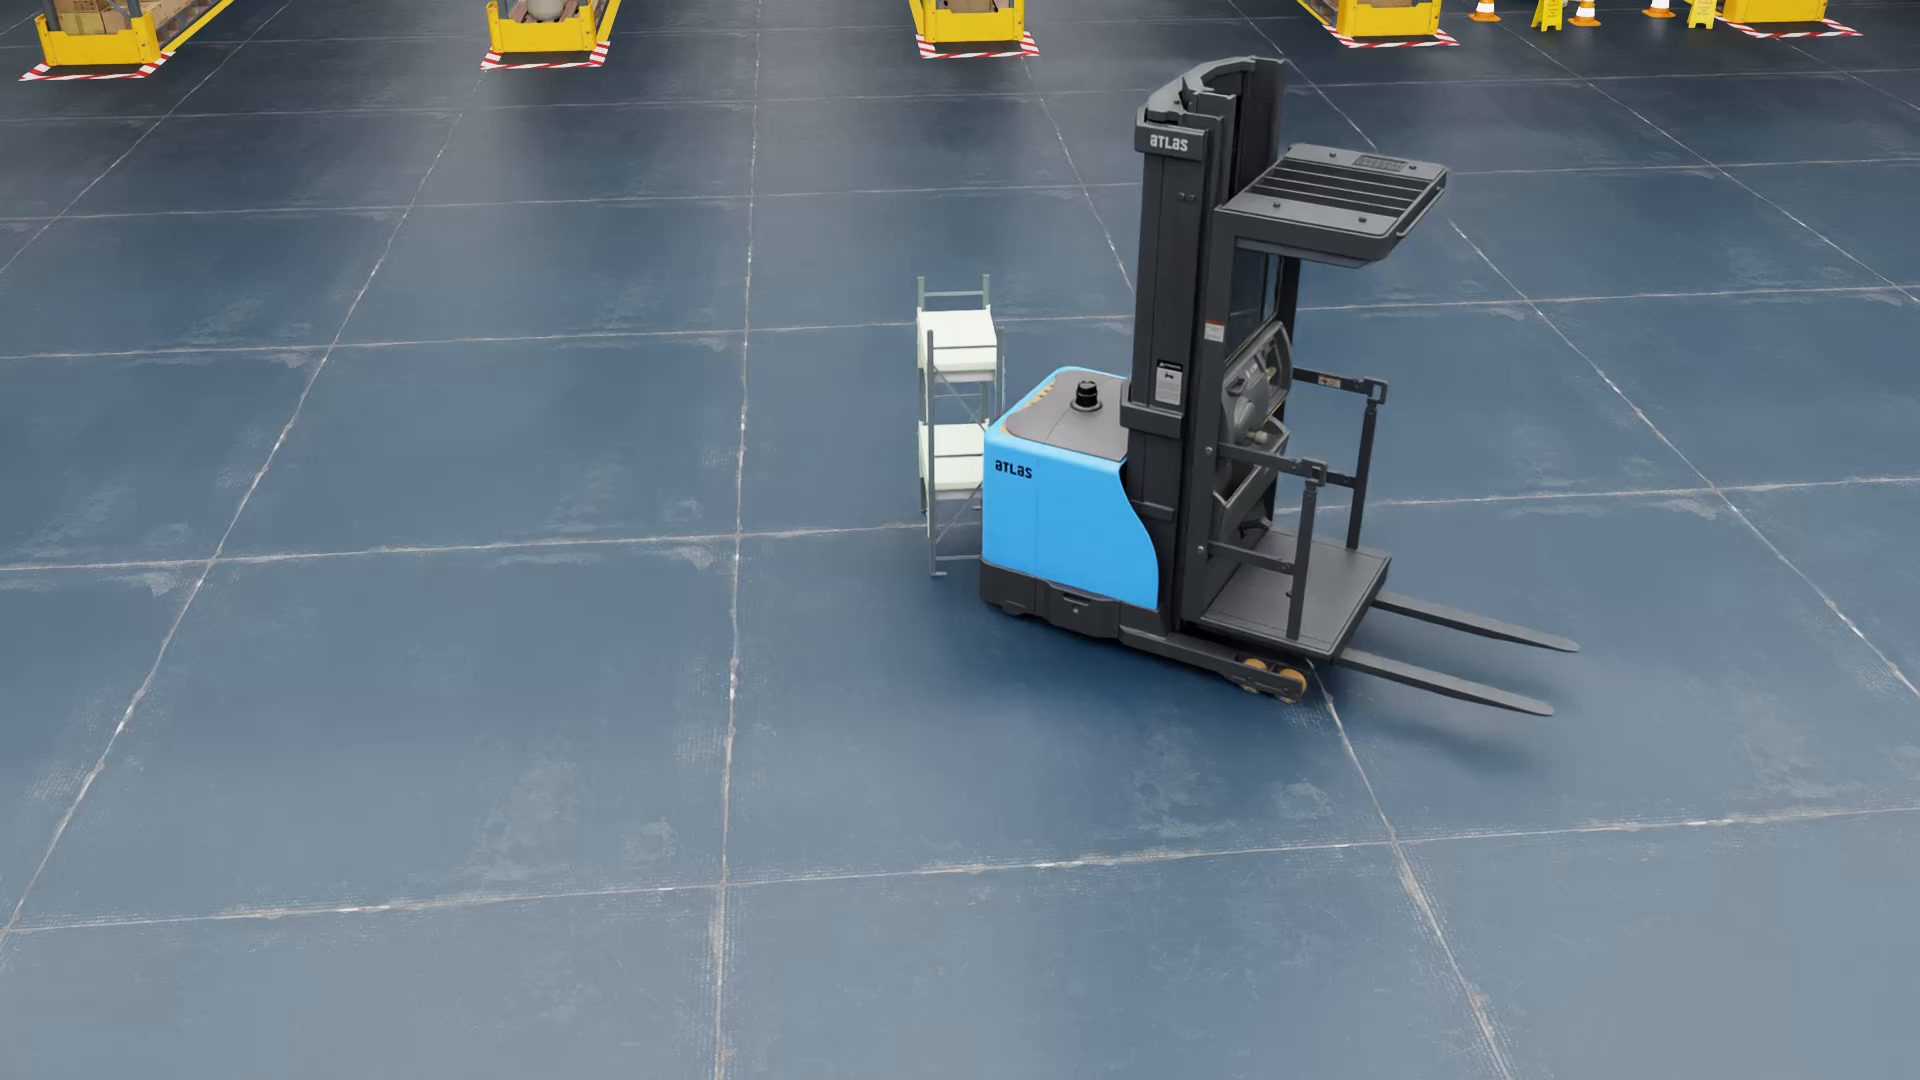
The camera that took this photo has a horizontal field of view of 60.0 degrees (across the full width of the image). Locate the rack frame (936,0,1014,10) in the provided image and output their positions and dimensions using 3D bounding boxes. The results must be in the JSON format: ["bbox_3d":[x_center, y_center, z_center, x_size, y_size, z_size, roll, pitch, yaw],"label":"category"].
[{"bbox_3d":[0.165,-7.209,18.894,1.000,3.000,0.127,-3,31,-5],"label":"rack frame"}]

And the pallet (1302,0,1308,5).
[{"bbox_3d":[4.849,-7.224,21.638,1.003,0.211,1.213,-3,31,-5],"label":"pallet"}]

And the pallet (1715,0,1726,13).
[{"bbox_3d":[9.984,-6.942,21.166,1.003,0.211,1.213,-3,31,-5],"label":"pallet"}]

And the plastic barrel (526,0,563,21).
[{"bbox_3d":[-4.904,-6.416,19.583,0.421,0.512,0.421,0,31,0],"label":"plastic barrel"}]

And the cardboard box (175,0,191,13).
[{"bbox_3d":[-9.624,-6.531,20.031,0.500,0.250,0.500,-3,31,-5],"label":"cardboard box"}]

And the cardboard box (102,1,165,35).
[{"bbox_3d":[-9.527,-6.021,19.176,0.500,0.250,0.500,-3,31,-5],"label":"cardboard box"}]

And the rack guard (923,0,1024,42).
[{"bbox_3d":[0.158,-6.175,19.600,1.175,0.500,0.348,-3,31,-5],"label":"rack guard"}]

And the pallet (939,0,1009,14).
[{"bbox_3d":[0.117,-6.467,20.371,1.003,0.211,1.213,-3,31,-5],"label":"pallet"}]

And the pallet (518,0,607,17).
[{"bbox_3d":[-5.002,-6.848,21.008,1.003,0.211,1.213,-3,31,-5],"label":"pallet"}]

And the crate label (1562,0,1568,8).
[{"bbox_3d":[7.499,-6.784,20.974,0.250,0.136,0.298,-20,36,-30],"label":"crate label"}]

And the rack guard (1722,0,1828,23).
[{"bbox_3d":[10.025,-6.649,20.395,1.175,0.500,0.348,-3,31,-5],"label":"rack guard"}]

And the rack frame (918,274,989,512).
[{"bbox_3d":[-0.036,-0.830,9.677,0.400,1.500,0.023,-3,31,-4],"label":"rack frame"}]

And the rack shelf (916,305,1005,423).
[{"bbox_3d":[-0.005,-0.978,9.164,0.431,0.370,0.720,-3,31,-4],"label":"rack shelf"}]

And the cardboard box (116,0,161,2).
[{"bbox_3d":[-9.576,-6.598,19.411,0.500,0.500,0.500,-3,31,-5],"label":"cardboard box"}]

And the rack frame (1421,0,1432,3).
[{"bbox_3d":[5.113,-7.395,19.205,1.000,3.000,0.127,-3,31,-5],"label":"rack frame"}]

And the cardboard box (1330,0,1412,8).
[{"bbox_3d":[4.984,-7.006,20.217,0.875,0.875,0.875,-3,31,-4],"label":"cardboard box"}]

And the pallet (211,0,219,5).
[{"bbox_3d":[-10.040,-7.173,21.554,1.003,0.211,1.213,-3,31,-5],"label":"pallet"}]

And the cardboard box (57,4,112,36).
[{"bbox_3d":[-10.043,-5.996,19.135,0.500,0.250,0.500,-3,31,-5],"label":"cardboard box"}]

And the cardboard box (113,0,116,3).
[{"bbox_3d":[-10.101,-6.250,19.561,0.500,0.250,0.500,-3,31,-5],"label":"cardboard box"}]

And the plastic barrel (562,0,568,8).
[{"bbox_3d":[-4.951,-6.672,20.012,0.421,0.512,0.421,0,31,0],"label":"plastic barrel"}]

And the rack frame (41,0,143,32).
[{"bbox_3d":[-9.698,-6.736,18.103,1.000,3.000,0.127,-3,31,-5],"label":"rack frame"}]

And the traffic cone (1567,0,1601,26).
[{"bbox_3d":[7.634,-6.526,20.224,0.336,0.463,0.334,-3,31,-5],"label":"traffic cone"}]

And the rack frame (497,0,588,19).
[{"bbox_3d":[-4.766,-6.972,18.497,1.000,3.000,0.127,-3,31,-5],"label":"rack frame"}]

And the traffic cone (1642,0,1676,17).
[{"bbox_3d":[8.707,-6.752,20.604,0.336,0.463,0.334,-3,31,-5],"label":"traffic cone"}]

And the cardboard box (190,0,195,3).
[{"bbox_3d":[-9.665,-6.786,20.459,0.500,0.250,0.500,-3,31,-5],"label":"cardboard box"}]

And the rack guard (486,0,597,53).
[{"bbox_3d":[-4.820,-5.935,19.199,1.175,0.500,0.348,-3,31,-5],"label":"rack guard"}]

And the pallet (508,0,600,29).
[{"bbox_3d":[-4.891,-6.226,19.968,1.003,0.211,1.213,-3,31,-5],"label":"pallet"}]

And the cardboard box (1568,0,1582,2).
[{"bbox_3d":[7.898,-7.032,21.378,0.380,0.149,0.250,13,33,21],"label":"cardboard box"}]

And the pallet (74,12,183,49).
[{"bbox_3d":[-9.812,-5.928,19.468,1.003,0.211,1.213,-3,31,-5],"label":"pallet"}]

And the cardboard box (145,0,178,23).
[{"bbox_3d":[-9.577,-6.276,19.603,0.500,0.250,0.500,-3,31,-5],"label":"cardboard box"}]

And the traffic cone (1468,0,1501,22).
[{"bbox_3d":[6.477,-6.645,20.424,0.336,0.463,0.334,-3,31,-5],"label":"traffic cone"}]

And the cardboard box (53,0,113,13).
[{"bbox_3d":[-10.045,-6.318,18.942,0.500,0.500,0.500,-3,31,-5],"label":"cardboard box"}]

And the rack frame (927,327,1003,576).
[{"bbox_3d":[0.027,-0.456,9.051,0.400,1.500,0.023,-3,31,-4],"label":"rack frame"}]

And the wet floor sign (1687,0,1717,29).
[{"bbox_3d":[8.984,-6.525,20.044,0.267,0.644,0.232,8,32,13],"label":"wet floor sign"}]

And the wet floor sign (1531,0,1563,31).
[{"bbox_3d":[7.087,-6.464,19.943,0.267,0.644,0.232,-8,32,-13],"label":"wet floor sign"}]

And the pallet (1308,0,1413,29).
[{"bbox_3d":[4.960,-6.602,20.598,1.003,0.211,1.213,-3,31,-5],"label":"pallet"}]

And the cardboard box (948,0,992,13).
[{"bbox_3d":[0.123,-6.636,19.962,0.500,0.500,0.500,3,31,5],"label":"cardboard box"}]

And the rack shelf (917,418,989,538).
[{"bbox_3d":[-0.005,-0.363,9.531,0.431,0.370,0.720,-3,31,-4],"label":"rack shelf"}]

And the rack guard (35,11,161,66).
[{"bbox_3d":[-9.696,-5.651,18.723,1.175,0.500,0.348,-3,31,-5],"label":"rack guard"}]

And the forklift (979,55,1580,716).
[{"bbox_3d":[1.649,-0.751,8.149,3.031,2.935,1.130,16,34,24],"label":"forklift"}]

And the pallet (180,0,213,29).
[{"bbox_3d":[-9.922,-6.549,20.508,1.003,0.211,1.213,-3,31,-5],"label":"pallet"}]

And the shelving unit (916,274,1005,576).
[{"bbox_3d":[-0.005,-0.643,9.364,0.431,1.500,0.755,-3,31,-4],"label":"shelving unit"}]

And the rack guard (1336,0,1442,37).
[{"bbox_3d":[5.115,-6.310,19.826,1.175,0.500,0.348,-3,31,-5],"label":"rack guard"}]
